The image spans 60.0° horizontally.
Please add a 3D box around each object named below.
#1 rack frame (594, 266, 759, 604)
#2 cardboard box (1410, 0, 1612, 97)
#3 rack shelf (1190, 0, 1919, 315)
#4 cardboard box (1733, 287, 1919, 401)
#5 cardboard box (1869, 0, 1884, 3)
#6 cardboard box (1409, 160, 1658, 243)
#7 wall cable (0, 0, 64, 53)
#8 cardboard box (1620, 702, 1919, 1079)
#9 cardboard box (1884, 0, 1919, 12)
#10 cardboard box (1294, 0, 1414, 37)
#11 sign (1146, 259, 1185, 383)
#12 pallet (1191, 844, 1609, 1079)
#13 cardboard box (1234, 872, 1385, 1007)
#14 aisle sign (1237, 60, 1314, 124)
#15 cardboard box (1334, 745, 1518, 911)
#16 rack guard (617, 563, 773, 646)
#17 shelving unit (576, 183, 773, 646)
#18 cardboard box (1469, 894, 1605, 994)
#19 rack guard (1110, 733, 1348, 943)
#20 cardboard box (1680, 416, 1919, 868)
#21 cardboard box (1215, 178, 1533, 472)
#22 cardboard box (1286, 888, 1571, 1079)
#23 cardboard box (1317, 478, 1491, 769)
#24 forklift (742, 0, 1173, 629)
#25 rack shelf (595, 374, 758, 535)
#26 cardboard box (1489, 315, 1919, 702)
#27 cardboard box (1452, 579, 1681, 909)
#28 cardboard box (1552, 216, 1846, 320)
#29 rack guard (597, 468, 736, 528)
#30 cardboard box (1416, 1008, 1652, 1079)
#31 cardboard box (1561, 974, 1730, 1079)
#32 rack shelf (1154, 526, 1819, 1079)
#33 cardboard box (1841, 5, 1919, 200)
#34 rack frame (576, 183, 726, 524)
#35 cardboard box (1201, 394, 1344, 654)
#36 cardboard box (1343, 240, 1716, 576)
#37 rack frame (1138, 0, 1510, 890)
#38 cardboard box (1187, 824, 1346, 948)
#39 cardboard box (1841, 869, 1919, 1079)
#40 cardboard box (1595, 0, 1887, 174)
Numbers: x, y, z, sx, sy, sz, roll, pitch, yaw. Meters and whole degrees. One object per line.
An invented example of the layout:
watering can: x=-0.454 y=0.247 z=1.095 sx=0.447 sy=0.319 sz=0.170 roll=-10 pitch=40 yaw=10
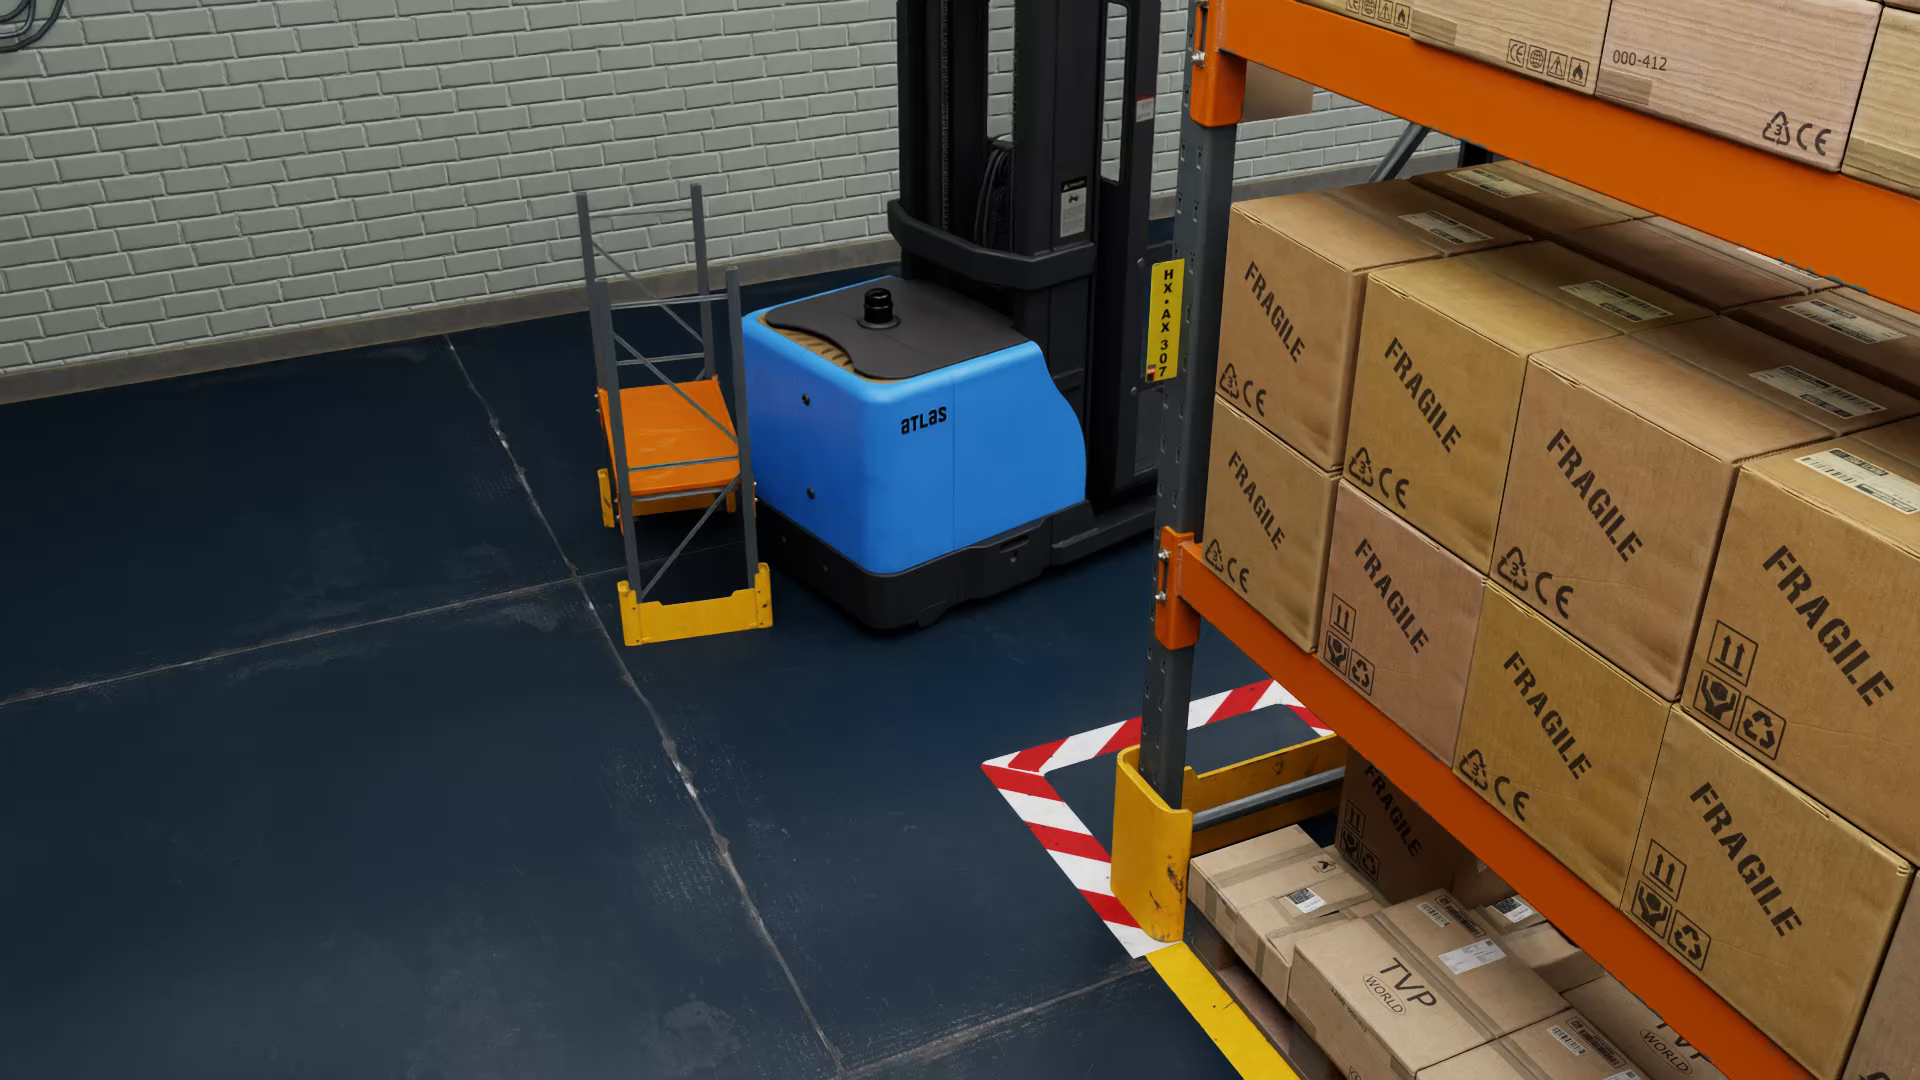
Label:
rack frame: x=-1.032 y=-0.283 z=6.222 sx=0.500 sy=1.500 sz=0.032 roll=-8 pitch=30 yaw=-13
cardboard box: x=1.218 y=-1.042 z=3.127 sx=0.500 sy=0.250 sz=0.500 roll=-13 pitch=32 yaw=-22
rack shelf: x=1.882 y=-0.414 z=2.590 sx=1.077 sy=0.370 sz=4.000 roll=-13 pitch=32 yaw=-22
cardboard box: x=1.908 y=-0.193 z=3.402 sx=0.500 sy=0.500 sz=0.500 roll=-12 pitch=32 yaw=-21
cardboard box: x=1.438 y=-1.040 z=2.614 sx=0.500 sy=0.250 sz=0.500 roll=-13 pitch=32 yaw=-22
cardboard box: x=1.463 y=-0.644 z=4.206 sx=0.500 sy=0.500 sz=0.500 roll=-13 pitch=32 yaw=-22
wall cable: x=-5.554 y=-3.097 z=6.747 sx=3.097 sy=2.526 sz=0.112 roll=-13 pitch=32 yaw=-22
cardboard box: x=1.628 y=0.575 z=3.055 sx=0.500 sy=0.500 sz=0.500 roll=-13 pitch=32 yaw=-21
cardboard box: x=1.649 y=-0.819 z=2.218 sx=0.500 sy=0.250 sz=0.500 roll=-13 pitch=32 yaw=-22
cardboard box: x=1.015 y=-1.265 z=3.526 sx=0.500 sy=0.250 sz=0.500 roll=-13 pitch=32 yaw=-22
sign: x=0.534 y=-0.566 z=4.308 sx=0.100 sy=0.325 sz=0.005 roll=-13 pitch=32 yaw=-22
pallet: x=1.399 y=1.299 z=4.718 sx=1.003 sy=0.211 sz=1.213 roll=-13 pitch=32 yaw=-22
cardboard box: x=1.000 y=1.109 z=4.653 sx=0.380 sy=0.166 sz=0.250 roll=-13 pitch=32 yaw=-22
aisle sign: x=0.729 y=-1.405 z=4.031 sx=0.394 sy=0.787 sz=0.004 roll=-13 pitch=32 yaw=-22
cardboard box: x=1.480 y=0.784 z=4.891 sx=0.500 sy=0.500 sz=0.500 roll=-13 pitch=32 yaw=-22
rack guard: x=-1.037 y=0.253 z=6.544 sx=0.587 sy=0.250 sz=0.087 roll=-8 pitch=30 yaw=-13
shelving unit: x=-1.167 y=-0.528 z=6.657 sx=0.587 sy=1.500 sz=1.083 roll=-8 pitch=30 yaw=-13
cardboard box: x=1.572 y=1.127 z=4.620 sx=0.380 sy=0.166 sz=0.250 roll=-13 pitch=32 yaw=-22
rack guard: x=1.056 y=0.821 z=5.275 sx=1.175 sy=0.500 sz=0.348 roll=-13 pitch=32 yaw=-22
cardboard box: x=1.636 y=0.144 z=2.801 sx=0.500 sy=0.500 sz=0.500 roll=-13 pitch=32 yaw=-22
cardboard box: x=0.976 y=-0.531 z=4.006 sx=0.500 sy=0.500 sz=0.500 roll=-12 pitch=31 yaw=-20
cardboard box: x=1.216 y=1.225 z=4.360 sx=0.500 sy=0.250 sz=0.500 roll=-13 pitch=32 yaw=-22
cardboard box: x=1.202 y=0.132 z=3.846 sx=0.500 sy=0.500 sz=0.500 roll=-13 pitch=32 yaw=-22
forklift: x=0.557 y=-1.506 z=6.939 sx=3.031 sy=2.935 sz=1.130 roll=-21 pitch=36 yaw=-33
rack shelf: x=-1.165 y=-0.366 z=6.738 sx=0.538 sy=0.185 sz=1.000 roll=-8 pitch=30 yaw=-13
cardboard box: x=1.418 y=-0.080 z=3.201 sx=0.500 sy=0.500 sz=0.500 roll=-13 pitch=32 yaw=-21
cardboard box: x=1.415 y=0.354 z=3.449 sx=0.500 sy=0.500 sz=0.500 roll=-13 pitch=32 yaw=-22
cardboard box: x=1.681 y=-0.421 z=3.809 sx=0.500 sy=0.500 sz=0.500 roll=-12 pitch=32 yaw=-21
rack guard: x=-1.296 y=-0.218 z=7.383 sx=0.587 sy=0.250 sz=0.087 roll=-8 pitch=30 yaw=-13
cardboard box: x=1.430 y=1.446 z=3.966 sx=0.500 sy=0.250 sz=0.500 roll=-13 pitch=32 yaw=-22
cardboard box: x=1.860 y=1.319 z=4.192 sx=0.500 sy=0.250 sz=0.500 roll=-13 pitch=32 yaw=-22
rack shelf: x=1.882 y=0.895 z=3.323 sx=1.077 sy=0.370 sz=4.000 roll=-13 pitch=32 yaw=-22
cardboard box: x=1.654 y=-0.602 z=2.343 sx=0.500 sy=0.250 sz=0.500 roll=-13 pitch=32 yaw=-22
rack frame: x=-1.297 y=-0.763 z=7.078 sx=0.500 sy=1.500 sz=0.032 roll=-8 pitch=30 yaw=-13
cardboard box: x=0.976 y=-0.095 z=4.250 sx=0.500 sy=0.500 sz=0.500 roll=-12 pitch=32 yaw=-21
cardboard box: x=1.207 y=-0.302 z=3.597 sx=0.500 sy=0.500 sz=0.500 roll=-13 pitch=32 yaw=-21
rack frame: x=1.024 y=-0.303 z=4.723 sx=1.000 sy=3.000 sz=0.127 roll=-13 pitch=32 yaw=-22
cardboard box: x=0.893 y=1.006 z=4.854 sx=0.380 sy=0.149 sz=0.250 roll=-13 pitch=32 yaw=-22
cardboard box: x=1.849 y=0.800 z=2.655 sx=0.500 sy=0.500 sz=0.500 roll=-12 pitch=32 yaw=-21
cardboard box: x=1.434 y=-0.821 z=2.734 sx=0.500 sy=0.250 sz=0.500 roll=-13 pitch=32 yaw=-22
